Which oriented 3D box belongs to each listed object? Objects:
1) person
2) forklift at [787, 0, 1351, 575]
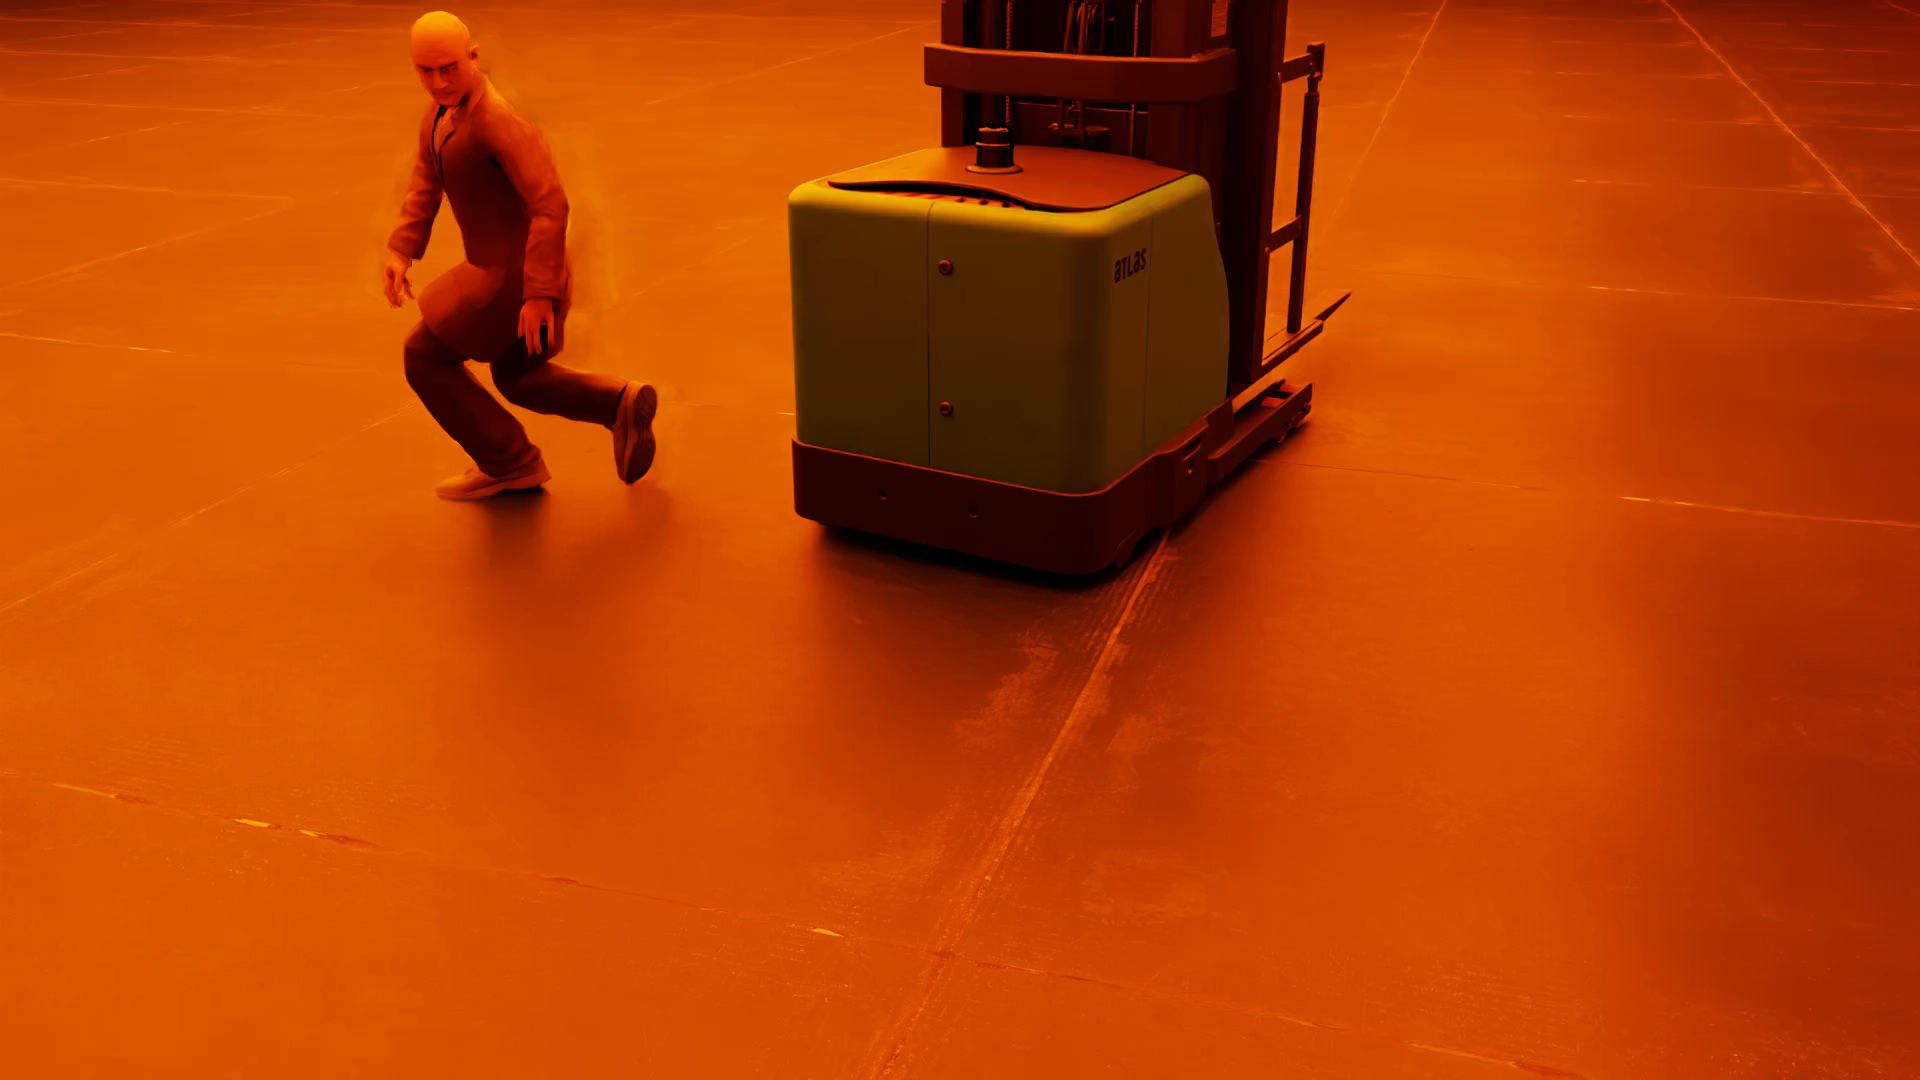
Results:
[{"bbox_3d":[-1.415,-0.854,5.224,0.864,1.552,0.712,-1,22,-3],"label":"person"},{"bbox_3d":[0.643,-1.777,5.583,1.130,2.935,3.031,12,25,27],"label":"forklift"}]
